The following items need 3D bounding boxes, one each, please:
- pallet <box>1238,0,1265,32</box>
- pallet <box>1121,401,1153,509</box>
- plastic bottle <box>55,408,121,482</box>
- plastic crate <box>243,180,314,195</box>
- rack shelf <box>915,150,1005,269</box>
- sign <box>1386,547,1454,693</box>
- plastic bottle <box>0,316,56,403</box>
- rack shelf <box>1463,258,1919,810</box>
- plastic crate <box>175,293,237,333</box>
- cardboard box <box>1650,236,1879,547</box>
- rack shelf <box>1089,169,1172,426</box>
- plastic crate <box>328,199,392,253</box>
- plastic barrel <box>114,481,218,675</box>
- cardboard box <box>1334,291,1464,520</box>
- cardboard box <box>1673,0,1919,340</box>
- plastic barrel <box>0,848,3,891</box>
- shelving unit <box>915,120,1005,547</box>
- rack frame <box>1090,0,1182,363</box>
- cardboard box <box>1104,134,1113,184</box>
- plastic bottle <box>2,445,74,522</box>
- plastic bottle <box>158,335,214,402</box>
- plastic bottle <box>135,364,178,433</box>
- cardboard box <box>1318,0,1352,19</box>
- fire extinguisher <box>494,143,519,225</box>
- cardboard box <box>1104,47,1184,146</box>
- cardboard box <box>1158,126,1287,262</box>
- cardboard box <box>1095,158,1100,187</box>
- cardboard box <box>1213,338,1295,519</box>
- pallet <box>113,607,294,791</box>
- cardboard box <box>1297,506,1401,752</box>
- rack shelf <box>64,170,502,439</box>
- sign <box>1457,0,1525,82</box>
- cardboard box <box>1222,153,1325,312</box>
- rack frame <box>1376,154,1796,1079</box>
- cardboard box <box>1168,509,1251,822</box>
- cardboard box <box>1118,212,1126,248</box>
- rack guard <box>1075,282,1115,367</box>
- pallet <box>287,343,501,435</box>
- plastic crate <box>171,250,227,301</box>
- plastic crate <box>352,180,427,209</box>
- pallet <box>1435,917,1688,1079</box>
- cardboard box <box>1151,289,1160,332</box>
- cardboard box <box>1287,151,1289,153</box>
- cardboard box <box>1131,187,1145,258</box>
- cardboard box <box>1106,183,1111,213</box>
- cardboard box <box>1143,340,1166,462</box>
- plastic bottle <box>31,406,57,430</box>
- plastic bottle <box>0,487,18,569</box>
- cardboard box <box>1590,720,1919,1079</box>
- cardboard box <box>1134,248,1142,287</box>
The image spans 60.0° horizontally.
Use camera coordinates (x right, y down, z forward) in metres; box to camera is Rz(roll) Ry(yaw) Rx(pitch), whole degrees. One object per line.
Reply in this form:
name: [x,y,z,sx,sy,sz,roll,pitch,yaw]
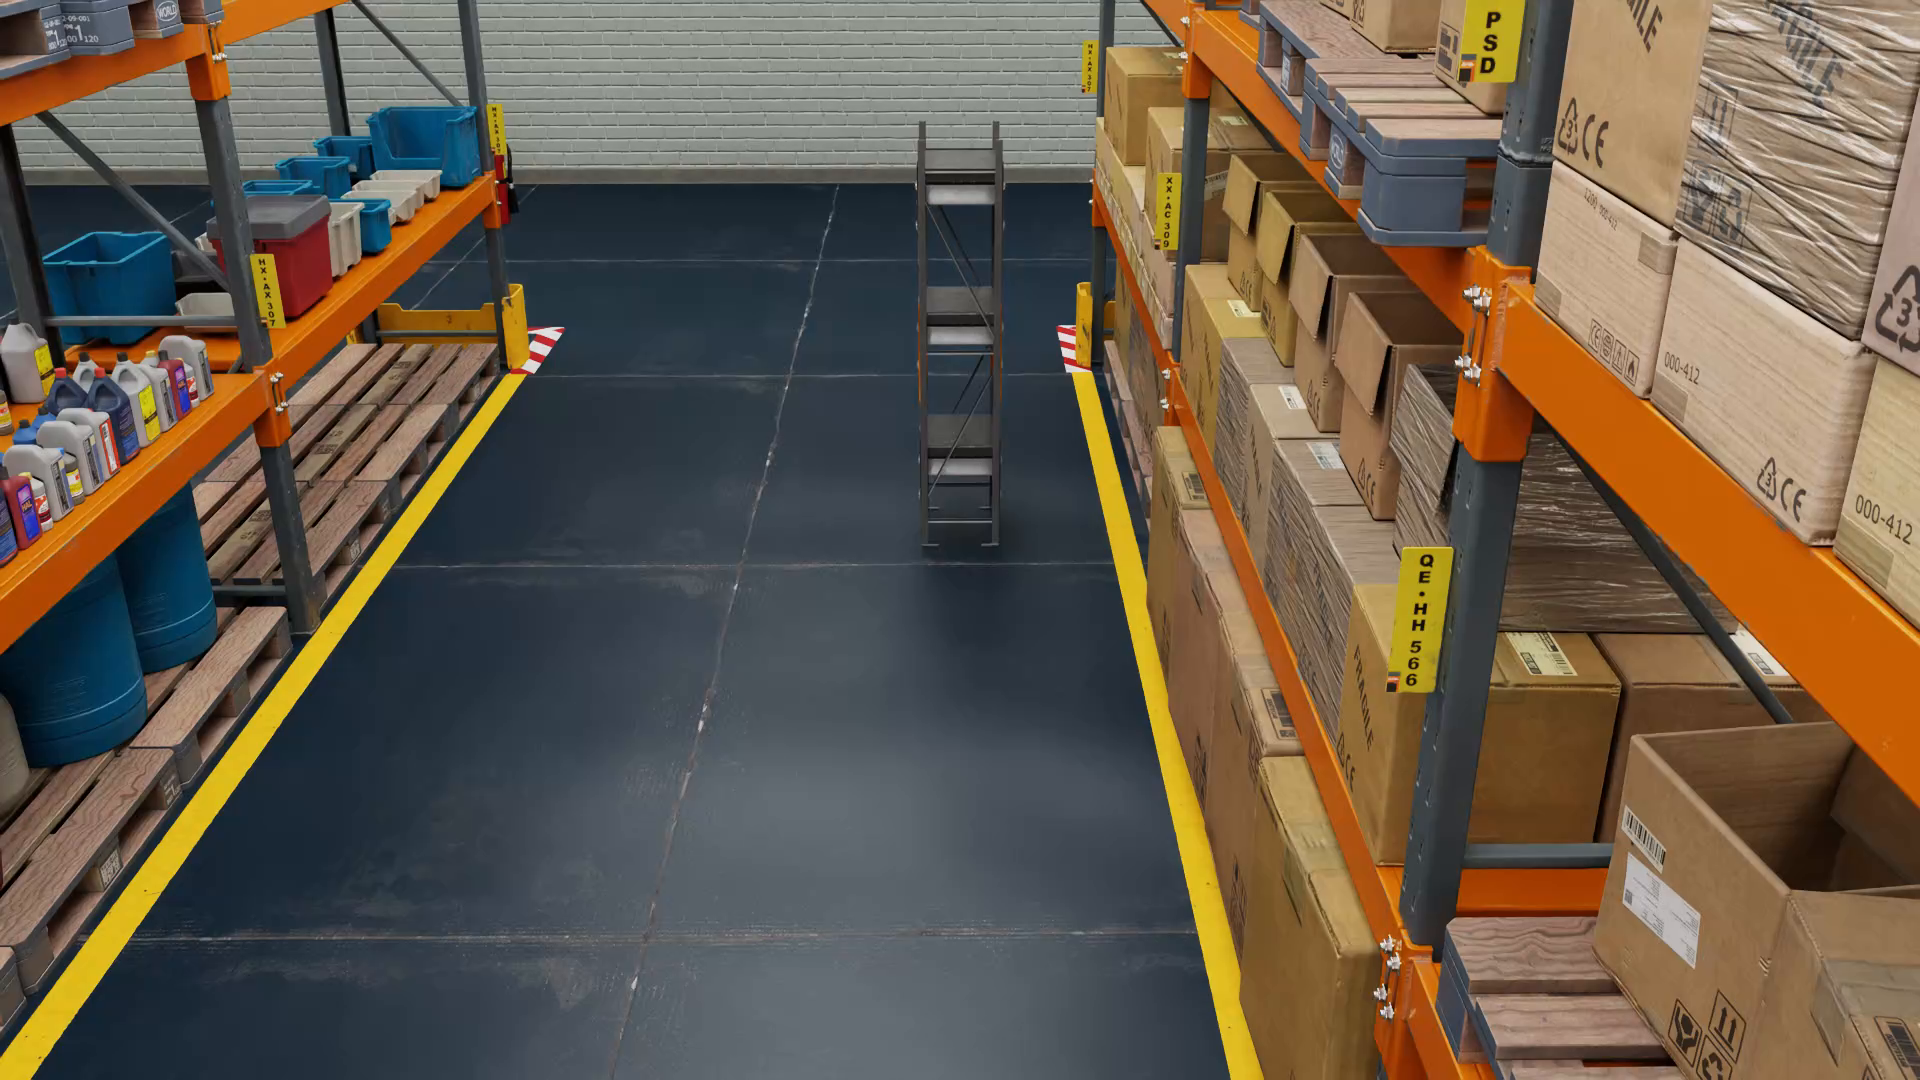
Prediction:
pallet: [1.493,-1.863,5.821,0.805,0.209,1.217,-1,24,-3]
pallet: [1.488,-0.508,9.617,1.003,0.211,1.213,0,24,-1]
plastic bottle: [-3.182,-0.363,6.063,0.152,0.276,0.135,0,24,-1]
plastic crate: [-3.874,-1.892,9.424,0.416,0.233,0.300,0,24,-1]
rack shelf: [-0.002,-1.650,8.185,0.431,0.518,0.480,0,24,-1]
sign: [0.923,0.164,3.343,0.100,0.325,0.005,0,24,-1]
plastic bottle: [-3.838,-0.753,6.835,0.144,0.351,0.185,0,24,-1]
rack shelf: [1.499,0.472,1.298,1.077,0.370,4.000,0,24,-1]
plastic crate: [-3.381,-1.038,7.653,0.396,0.136,0.243,0,24,-1]
cardboard box: [1.233,-0.205,2.105,0.500,0.250,0.500,0,24,1]
rack shelf: [1.412,-1.457,9.205,1.077,0.370,4.000,0,24,-1]
plastic crate: [-3.284,-1.693,8.984,0.416,0.233,0.300,0,24,-1]
plastic barrel: [-3.530,0.050,7.036,0.600,0.901,0.708,0,24,-1]
cardboard box: [1.482,-0.385,4.623,0.797,0.503,0.637,0,24,1]
cardboard box: [1.227,-0.549,1.956,0.500,0.500,0.500,0,24,0]
plastic barrel: [-3.510,0.950,5.426,0.600,0.588,0.708,0,24,-1]
shelving unit: [-0.002,-1.025,8.468,0.431,2.100,0.503,0,24,-1]
rack frame: [1.390,-2.609,10.879,1.000,3.000,0.127,0,24,-1]
cardboard box: [1.138,-2.263,9.935,0.500,0.250,0.500,-1,24,-1]
plastic bottle: [-3.178,-0.212,5.729,0.152,0.276,0.135,0,24,-1]
plastic bottle: [-3.191,-0.721,6.855,0.152,0.276,0.135,0,24,-1]
plastic bottle: [-3.187,-0.571,6.522,0.152,0.276,0.135,0,24,-1]
cardboard box: [1.434,-1.760,4.726,0.797,0.503,0.637,-1,24,-1]
fire extinguisher: [-3.110,-2.446,11.065,0.296,0.674,0.183,0,24,-1]
cardboard box: [1.131,-2.613,9.799,0.500,0.500,0.500,-1,24,-2]
cardboard box: [1.162,-1.558,7.466,0.500,0.500,0.500,0,24,1]
cardboard box: [1.064,-2.347,10.604,0.380,0.149,0.250,0,24,0]
cardboard box: [1.200,-0.403,5.879,0.500,0.500,0.500,-1,24,-2]
pallet: [-3.552,0.650,7.057,1.003,0.211,1.213,0,24,-1]
cardboard box: [1.225,0.234,4.471,0.500,0.500,0.500,0,24,-1]
rack shelf: [-3.540,-1.435,9.156,1.077,0.370,4.000,0,24,-1]
sign: [0.923,-0.952,2.851,0.100,0.325,0.005,0,24,-1]
cardboard box: [1.449,-1.200,6.426,0.797,0.503,0.637,-1,24,-2]
rack frame: [1.478,0.687,3.591,1.000,3.000,0.127,0,24,-1]
cardboard box: [1.472,0.448,6.189,1.225,0.875,0.875,-1,24,-2]
cardboard box: [1.082,-1.713,9.203,0.380,0.149,0.250,-1,24,-2]
rack guard: [1.390,-1.480,11.416,1.175,0.500,0.348,0,24,-1]
pallet: [-3.592,-0.976,10.653,1.003,0.211,1.213,0,24,-1]
plastic crate: [-3.799,-1.301,8.247,0.437,0.125,0.590,0,24,-1]
plastic crate: [-3.384,-2.040,9.867,0.396,0.136,0.243,0,24,-1]
pallet: [1.592,1.068,2.982,1.213,0.211,1.003,0,24,-1]
cardboard box: [1.100,-1.077,7.796,0.380,0.149,0.250,0,24,0]
cardboard box: [1.684,-1.568,7.489,0.500,0.500,0.500,0,24,-1]
cardboard box: [1.153,-1.633,8.541,0.500,0.250,0.500,0,24,1]
cardboard box: [1.076,-2.028,9.900,0.380,0.149,0.250,-1,24,-1]
cardboard box: [1.497,-0.827,9.008,0.875,0.875,0.875,0,24,-1]
plastic bottle: [-3.306,-0.353,6.046,0.097,0.271,0.097,0,24,0]
plastic bottle: [-3.169,-0.085,5.358,0.144,0.351,0.185,0,24,-1]
cardboard box: [1.524,0.673,2.992,0.500,0.500,0.500,-3,25,-7]
cardboard box: [1.091,-1.395,8.499,0.380,0.149,0.250,0,24,0]
